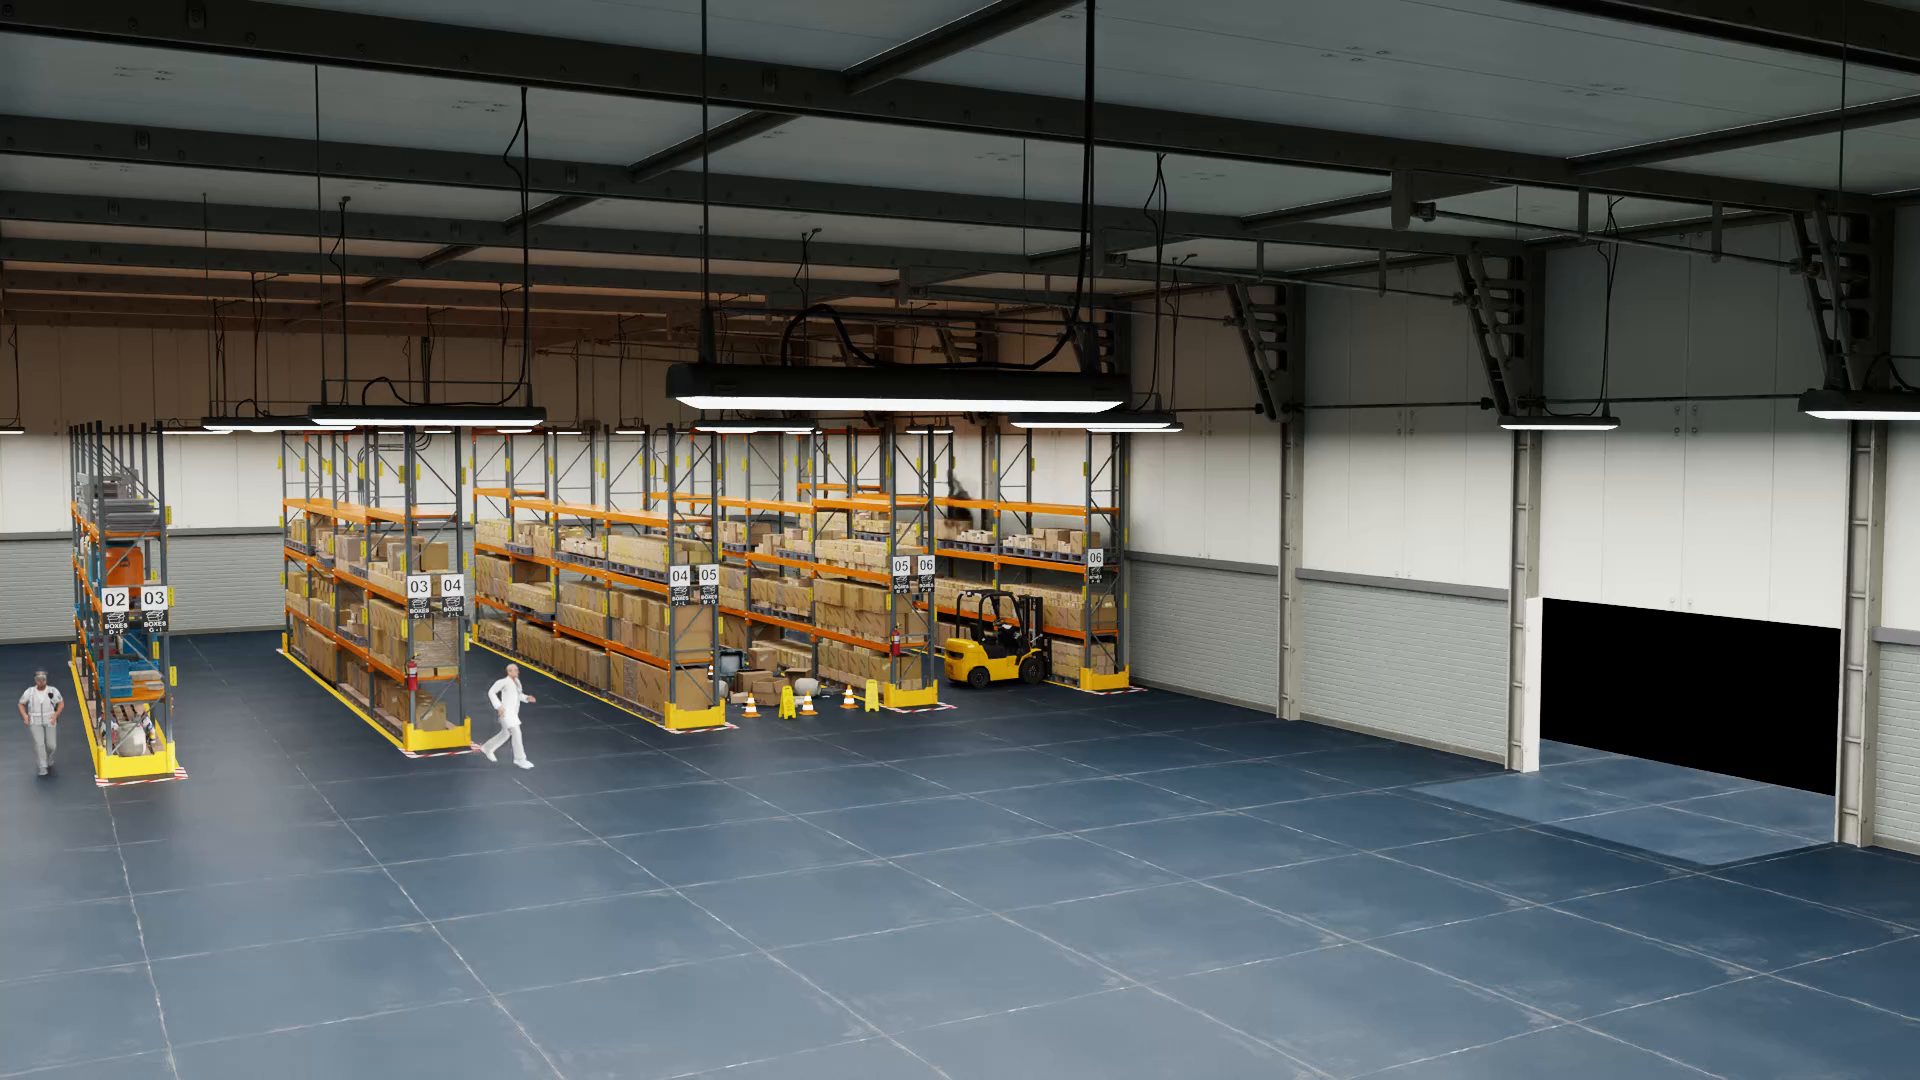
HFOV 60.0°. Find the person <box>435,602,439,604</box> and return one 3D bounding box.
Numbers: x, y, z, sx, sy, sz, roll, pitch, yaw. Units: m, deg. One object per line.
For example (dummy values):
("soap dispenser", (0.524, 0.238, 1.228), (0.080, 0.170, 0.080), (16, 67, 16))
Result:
("person", (-14.621, 2.137, 45.783), (0.600, 1.549, 0.474), (1, 4, 10))

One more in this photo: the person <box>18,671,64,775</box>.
("person", (-15.671, 3.092, 28.378), (0.686, 1.754, 0.714), (-2, 4, -31))

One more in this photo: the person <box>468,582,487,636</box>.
("person", (-13.842, 1.936, 47.889), (0.781, 1.711, 0.626), (-1, 4, -22))

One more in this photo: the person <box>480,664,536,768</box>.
("person", (-7.893, 3.048, 28.935), (1.051, 1.795, 0.666), (1, 4, 10))
